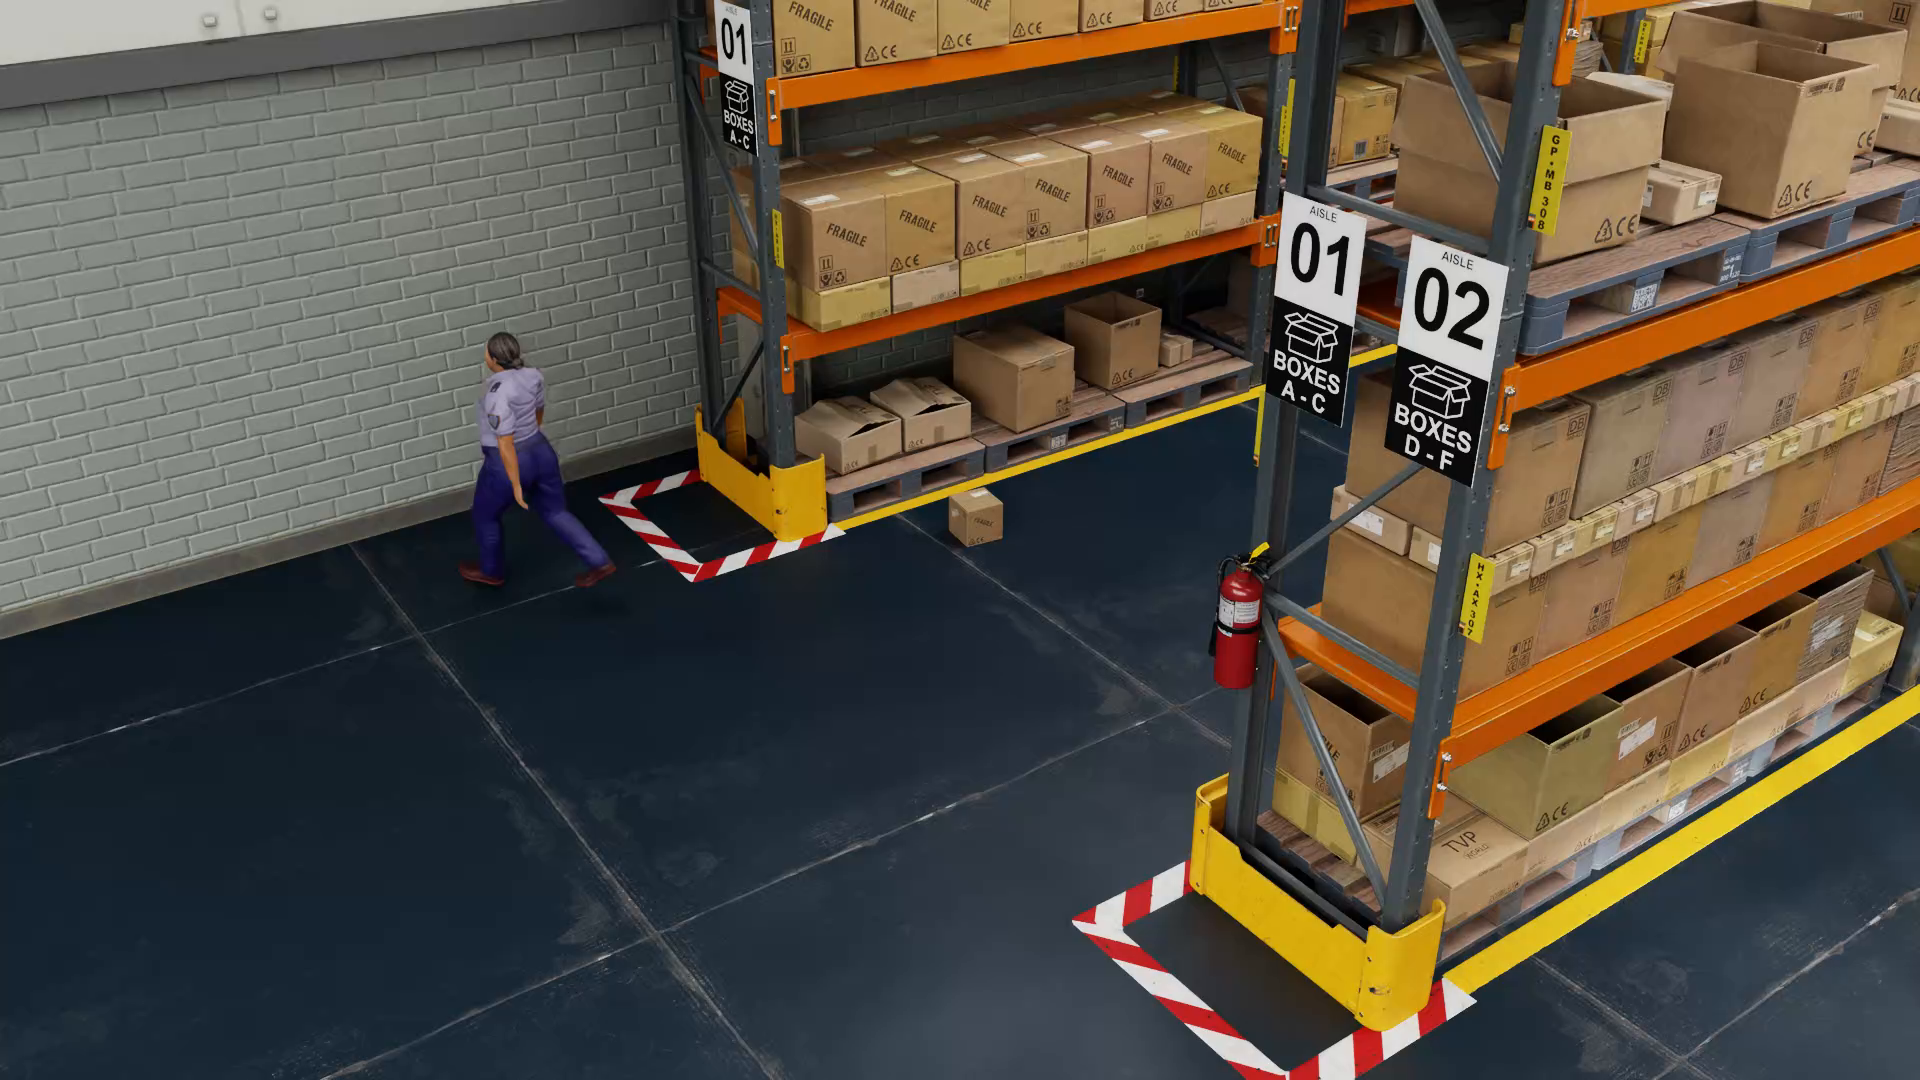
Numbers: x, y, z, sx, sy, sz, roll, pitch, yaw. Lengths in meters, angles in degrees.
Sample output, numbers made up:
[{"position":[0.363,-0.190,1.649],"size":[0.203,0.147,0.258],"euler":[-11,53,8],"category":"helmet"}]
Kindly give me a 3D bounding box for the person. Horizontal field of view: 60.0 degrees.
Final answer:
[{"position":[-2.466,-0.432,9.436],"size":[1.005,1.598,0.482],"euler":[16,32,26],"category":"person"}]
